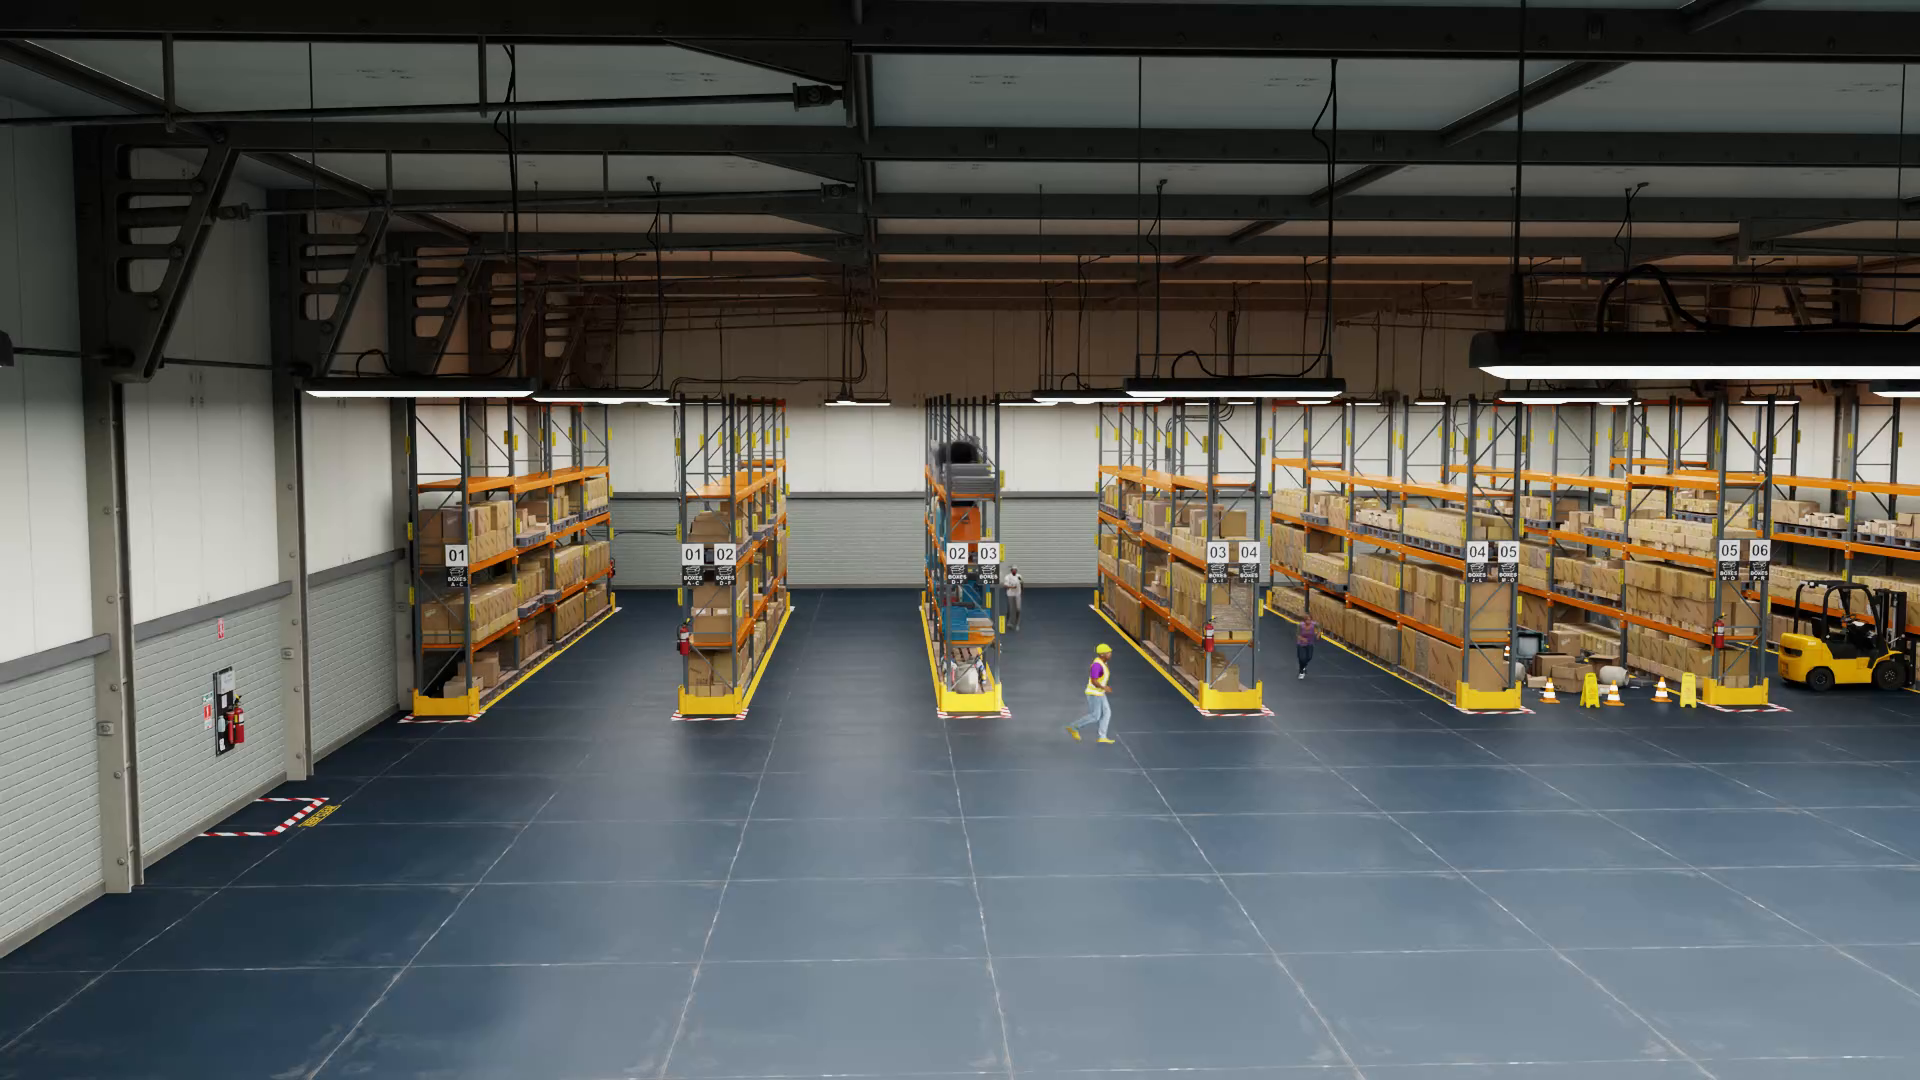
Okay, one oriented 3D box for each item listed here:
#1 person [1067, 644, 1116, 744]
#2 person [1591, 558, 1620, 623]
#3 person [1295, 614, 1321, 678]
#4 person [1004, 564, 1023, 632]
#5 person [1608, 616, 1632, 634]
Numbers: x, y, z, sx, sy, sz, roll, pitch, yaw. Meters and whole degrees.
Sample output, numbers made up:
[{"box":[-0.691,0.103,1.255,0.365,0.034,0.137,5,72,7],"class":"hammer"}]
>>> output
[{"box":[2.249,2.627,28.402,0.820,1.720,0.703,1,5,15],"class":"person"},{"box":[17.160,1.363,44.199,0.704,1.750,0.999,-2,5,-21],"class":"person"},{"box":[7.353,2.239,35.117,0.575,1.430,0.775,0,5,-1],"class":"person"},{"box":[1.391,1.481,43.035,0.547,1.749,0.848,-1,5,-10],"class":"person"},{"box":[16.300,1.627,40.953,0.617,1.703,0.983,-1,5,-7],"class":"person"}]
